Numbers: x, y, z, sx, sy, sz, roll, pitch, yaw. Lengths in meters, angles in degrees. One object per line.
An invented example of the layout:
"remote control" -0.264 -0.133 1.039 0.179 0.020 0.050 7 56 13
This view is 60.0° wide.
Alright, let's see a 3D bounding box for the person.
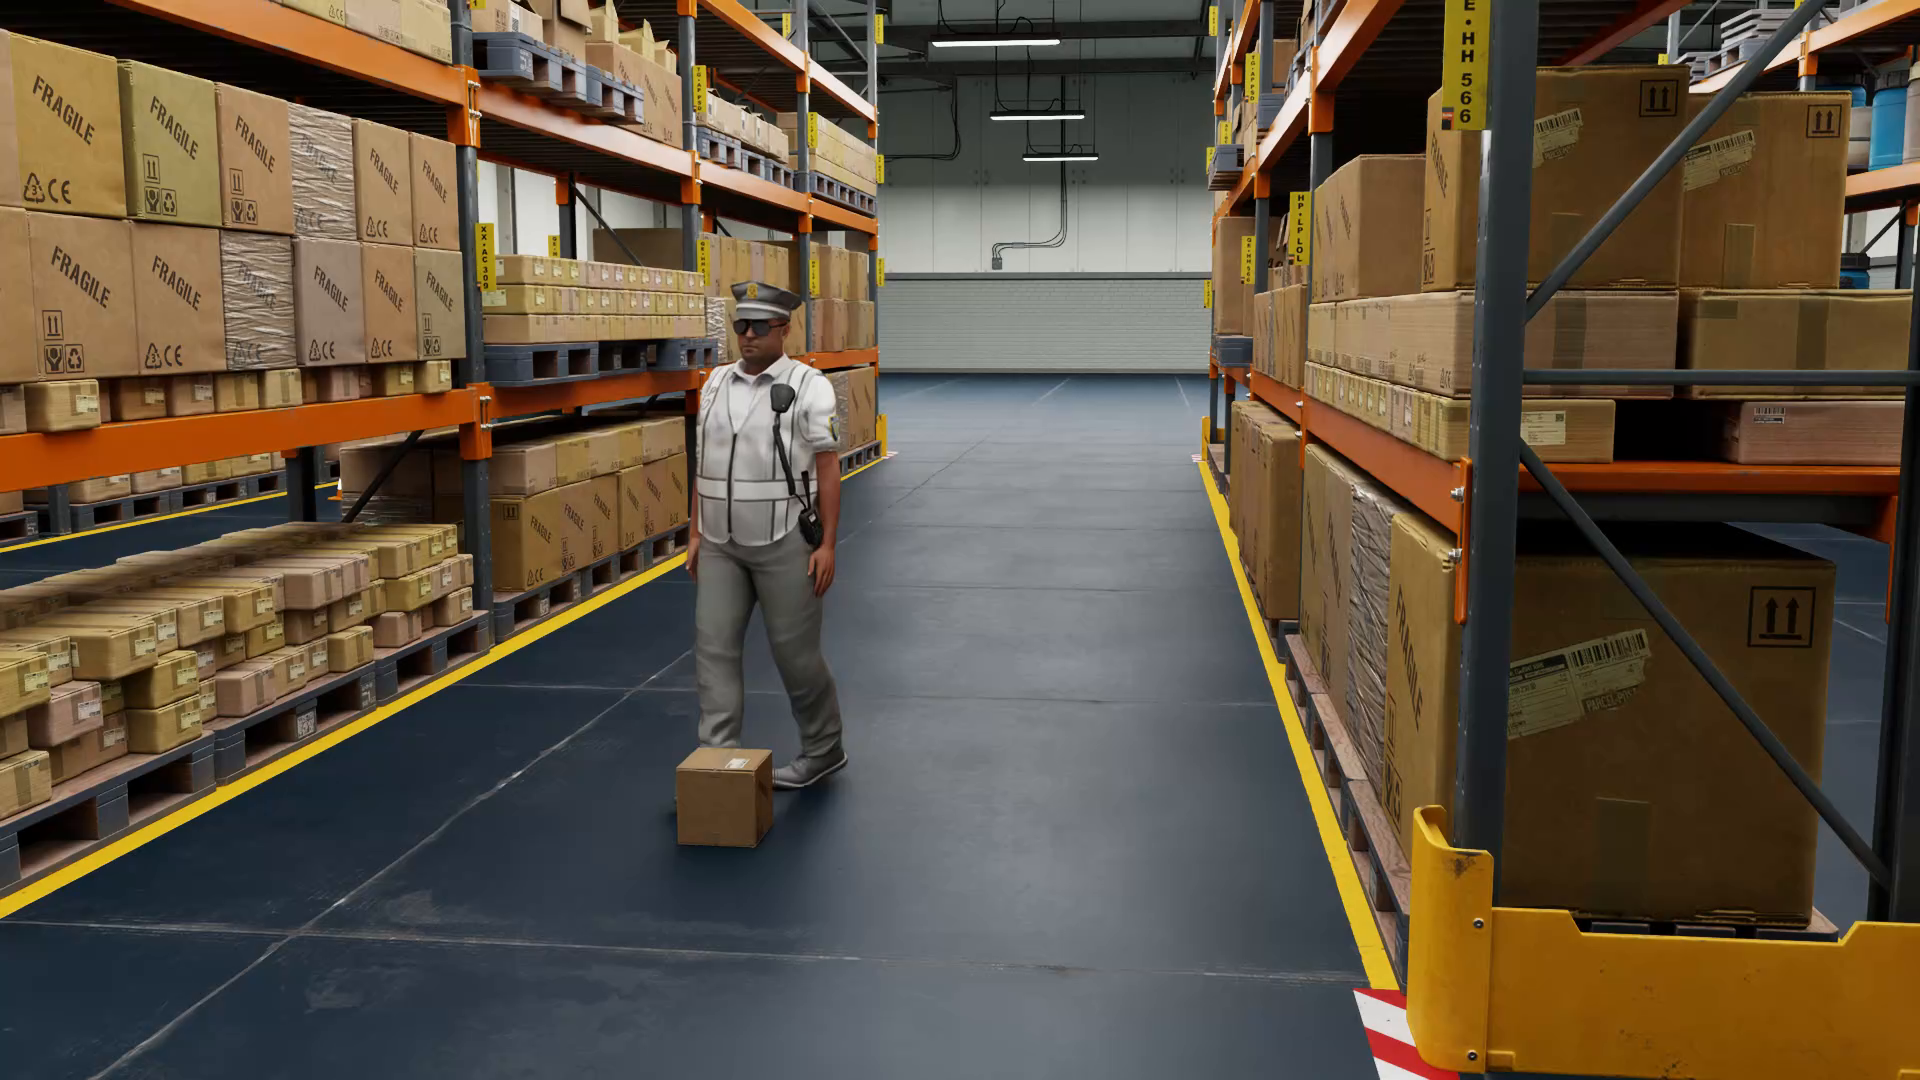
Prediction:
"person" -0.716 0.013 5.664 0.565 1.775 0.671 3 8 22
